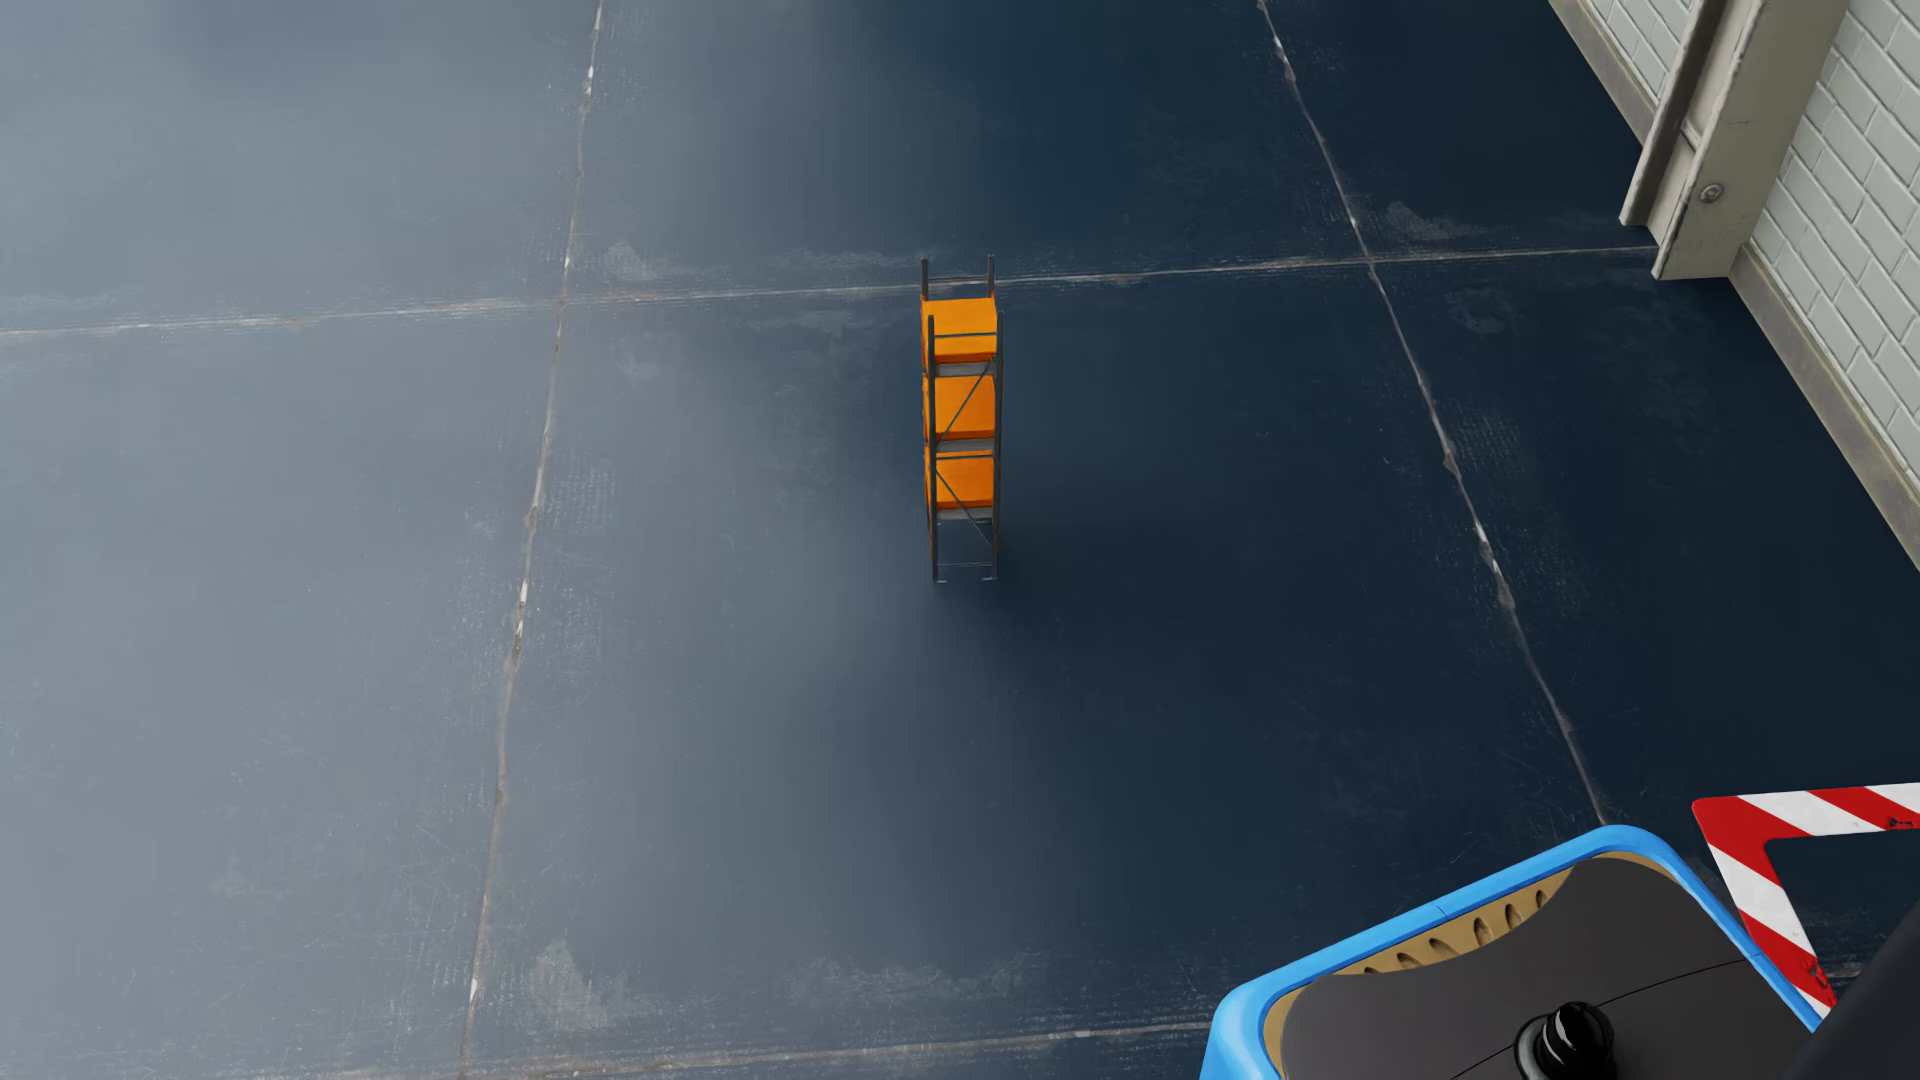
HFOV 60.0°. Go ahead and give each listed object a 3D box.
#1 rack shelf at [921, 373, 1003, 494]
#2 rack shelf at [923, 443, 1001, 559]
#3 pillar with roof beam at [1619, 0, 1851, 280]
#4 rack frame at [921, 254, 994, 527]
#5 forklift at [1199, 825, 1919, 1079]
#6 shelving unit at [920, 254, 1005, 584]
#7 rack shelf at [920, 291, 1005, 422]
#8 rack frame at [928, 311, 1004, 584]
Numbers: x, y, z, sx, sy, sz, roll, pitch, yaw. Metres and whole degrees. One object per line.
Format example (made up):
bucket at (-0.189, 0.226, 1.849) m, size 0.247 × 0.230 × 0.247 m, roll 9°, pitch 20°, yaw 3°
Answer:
rack shelf at (0.004, -0.315, 4.840) m, size 0.215 × 0.259 × 0.240 m, roll -3°, pitch 47°, yaw -3°
rack shelf at (0.004, -0.124, 5.042) m, size 0.215 × 0.259 × 0.240 m, roll -3°, pitch 47°, yaw -3°
pillar with roof beam at (-1.573, -3.948, 2.792) m, size 9.100 × 9.000 × 0.400 m, roll -3°, pitch 47°, yaw -3°
rack frame at (-0.006, -0.411, 4.916) m, size 0.200 × 1.050 × 0.008 m, roll -3°, pitch 47°, yaw -3°
forklift at (1.510, 1.389, 1.916) m, size 1.130 × 2.935 × 3.031 m, roll -18°, pitch 49°, yaw -17°
shelving unit at (0.004, -0.322, 4.832) m, size 0.215 × 1.050 × 0.252 m, roll -3°, pitch 47°, yaw -3°
rack shelf at (0.004, -0.510, 4.634) m, size 0.215 × 0.259 × 0.240 m, roll -3°, pitch 47°, yaw -3°
rack frame at (0.015, -0.234, 4.749) m, size 0.200 × 1.050 × 0.008 m, roll -3°, pitch 47°, yaw -3°
